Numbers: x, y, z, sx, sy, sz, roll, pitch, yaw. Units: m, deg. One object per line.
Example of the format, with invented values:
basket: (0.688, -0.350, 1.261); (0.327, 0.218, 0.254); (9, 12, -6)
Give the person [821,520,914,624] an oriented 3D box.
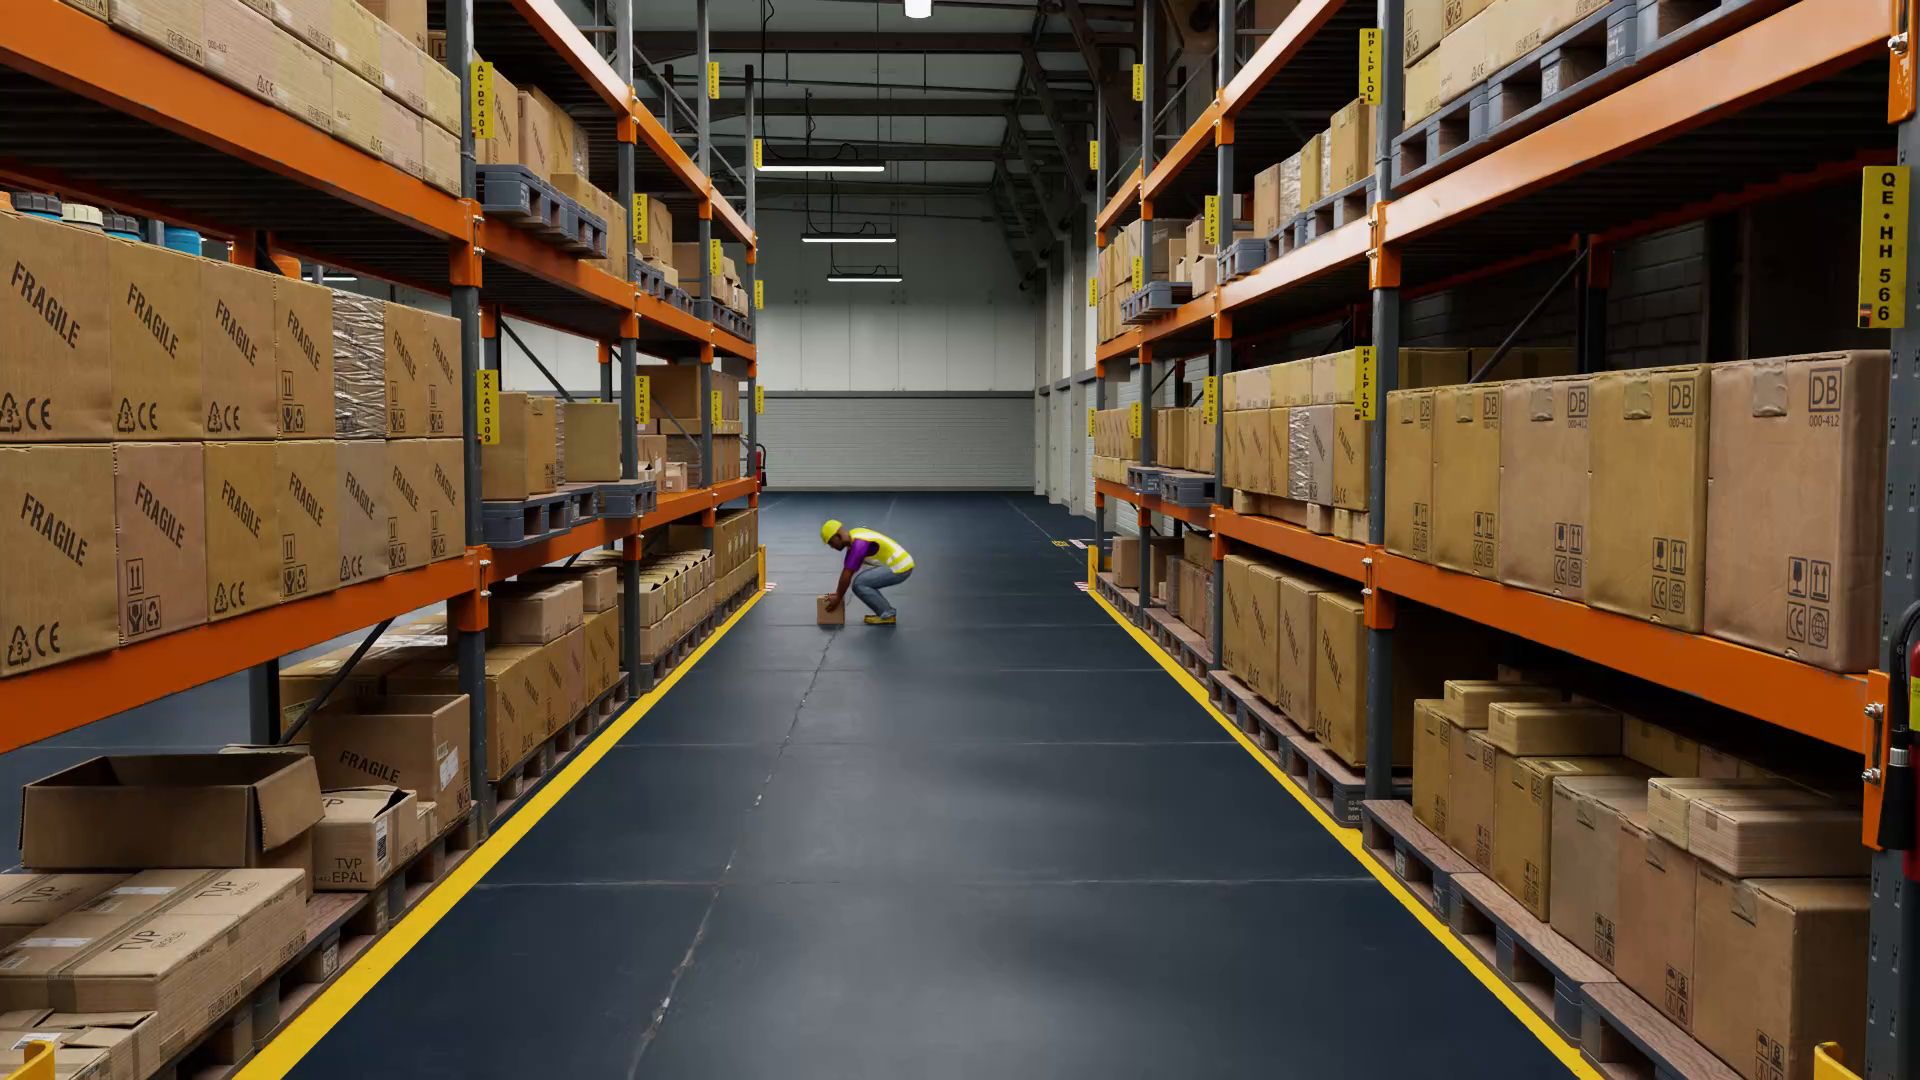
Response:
person: (-0.882, 0.302, 15.906); (0.891, 0.995, 0.584); (0, 4, -2)
